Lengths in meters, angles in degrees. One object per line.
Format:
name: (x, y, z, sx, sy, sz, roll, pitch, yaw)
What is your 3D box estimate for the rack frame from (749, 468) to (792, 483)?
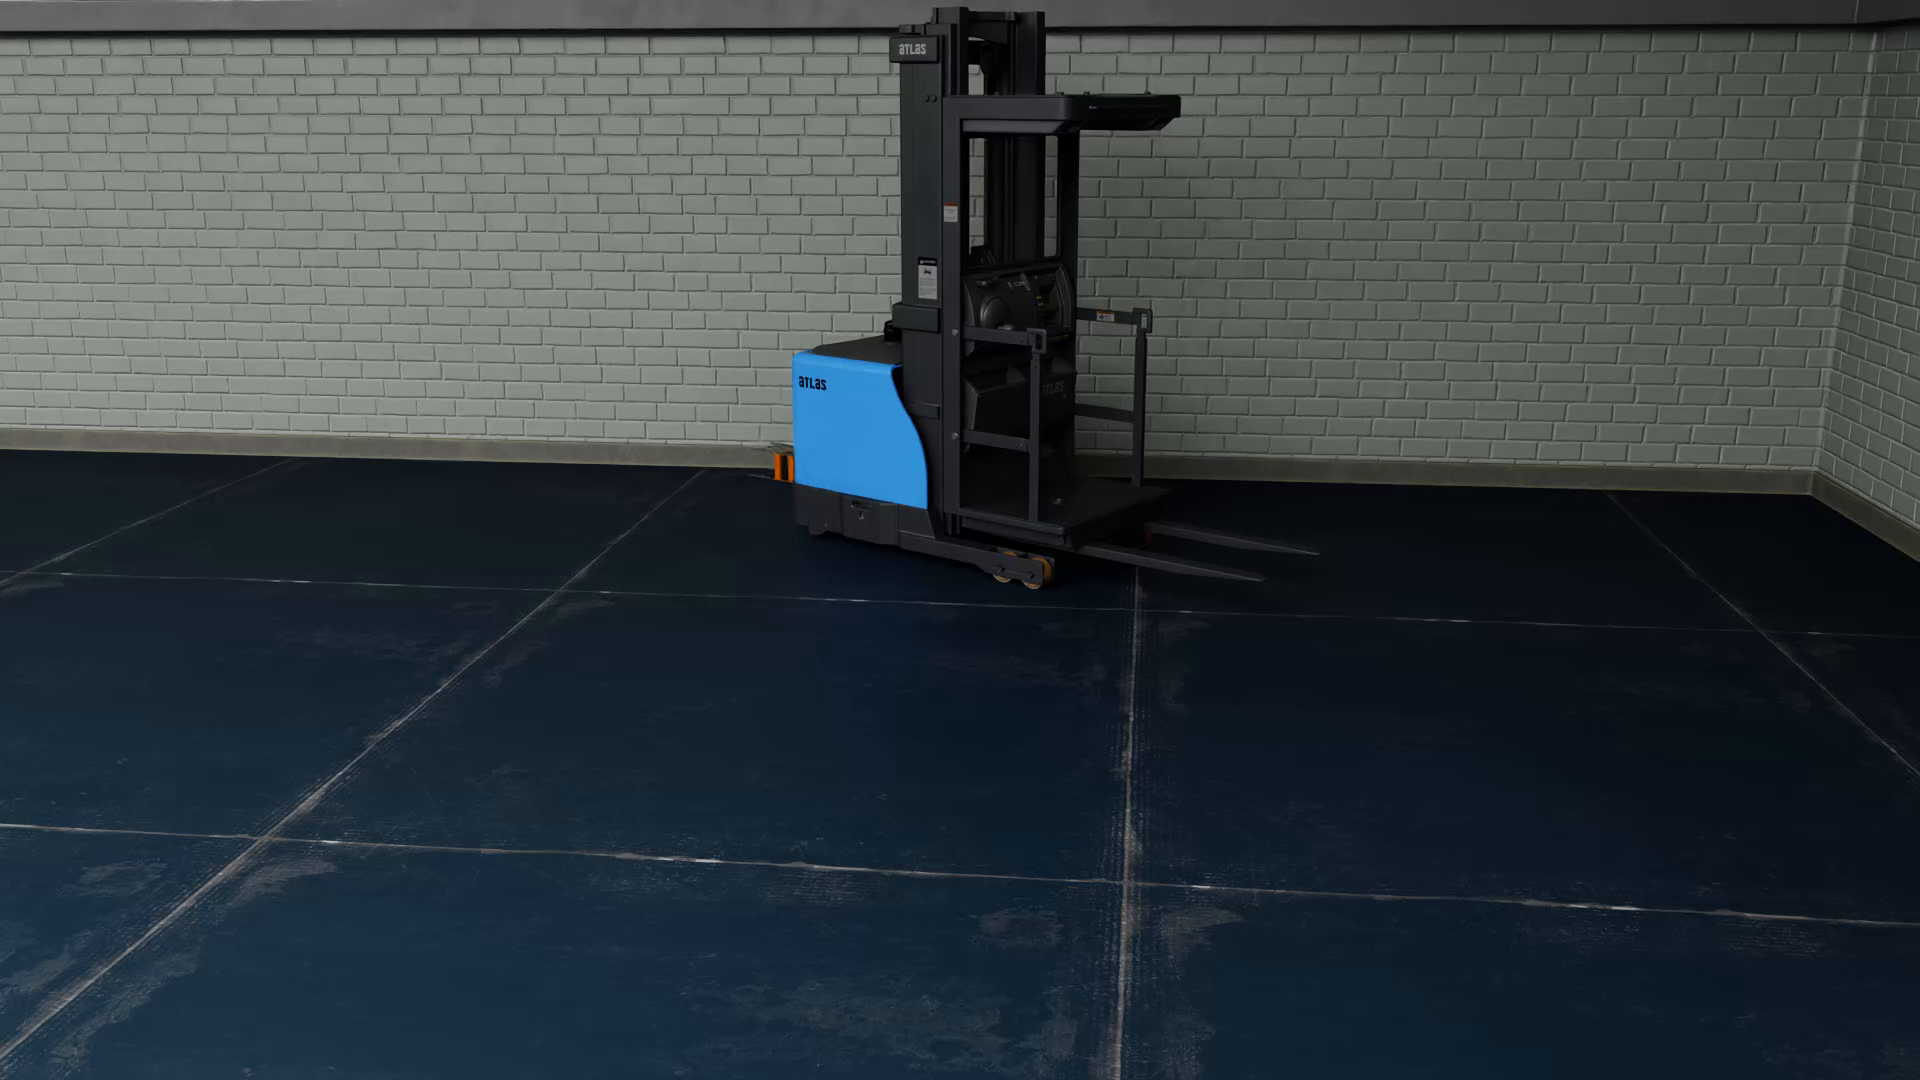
rack frame: (-0.876, -0.376, 11.032, 1.200, 0.006, 0.240, 11, 18, 34)

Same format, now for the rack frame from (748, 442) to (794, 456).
rack frame: (-0.876, -0.553, 10.984, 1.200, 0.006, 0.240, 11, 18, 34)

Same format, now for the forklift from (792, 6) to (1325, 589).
forklift: (0.489, -1.314, 8.907, 3.031, 2.935, 1.130, 12, 19, 37)

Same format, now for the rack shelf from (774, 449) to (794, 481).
rack shelf: (-1.133, -0.512, 11.185, 0.103, 0.180, 0.258, 11, 18, 34)

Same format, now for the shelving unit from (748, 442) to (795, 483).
shelving unit: (-0.876, -0.464, 11.008, 1.200, 0.189, 0.258, 11, 18, 34)

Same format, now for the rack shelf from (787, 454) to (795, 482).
rack shelf: (-1.035, -0.494, 11.118, 0.103, 0.180, 0.258, 11, 18, 34)
